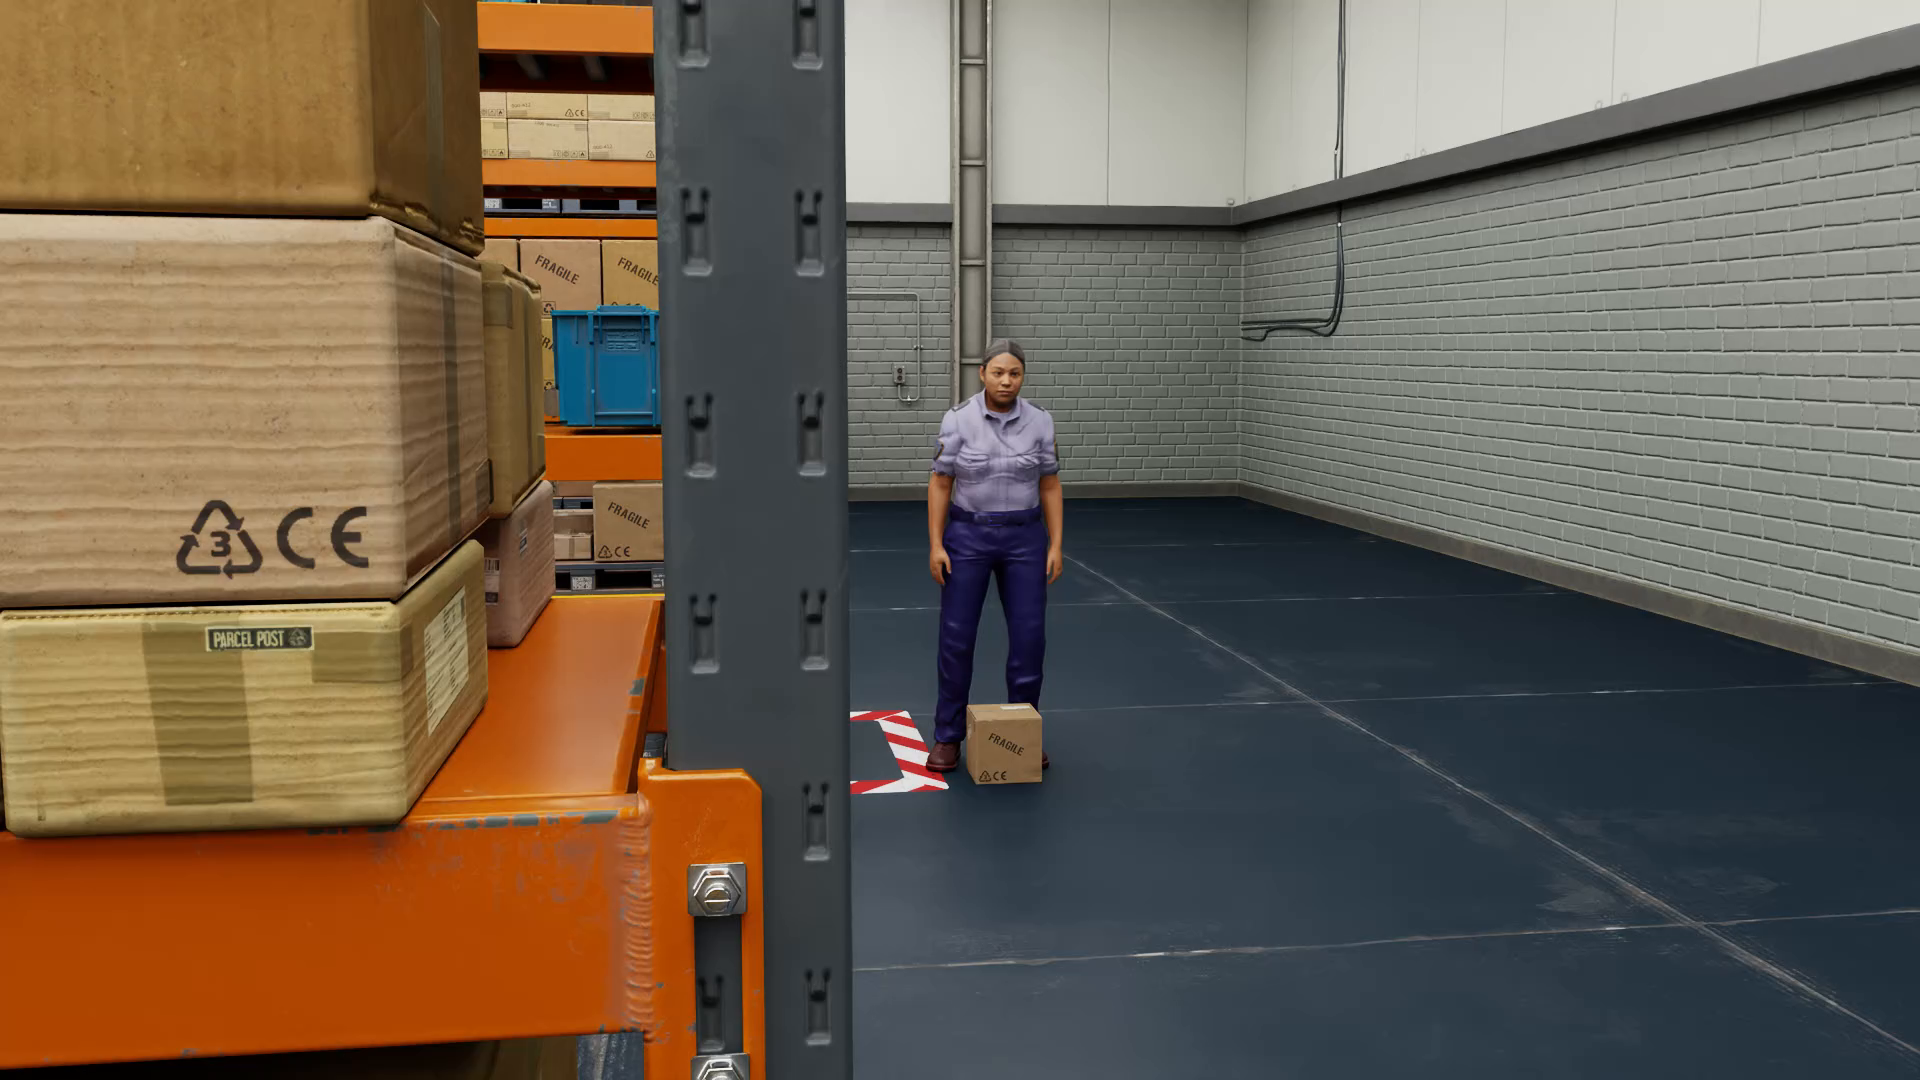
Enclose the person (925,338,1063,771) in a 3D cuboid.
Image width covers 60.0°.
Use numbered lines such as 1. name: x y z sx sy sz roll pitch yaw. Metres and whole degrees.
1. person: 0.130 0.049 6.456 0.551 1.651 0.367 -1 7 -6
